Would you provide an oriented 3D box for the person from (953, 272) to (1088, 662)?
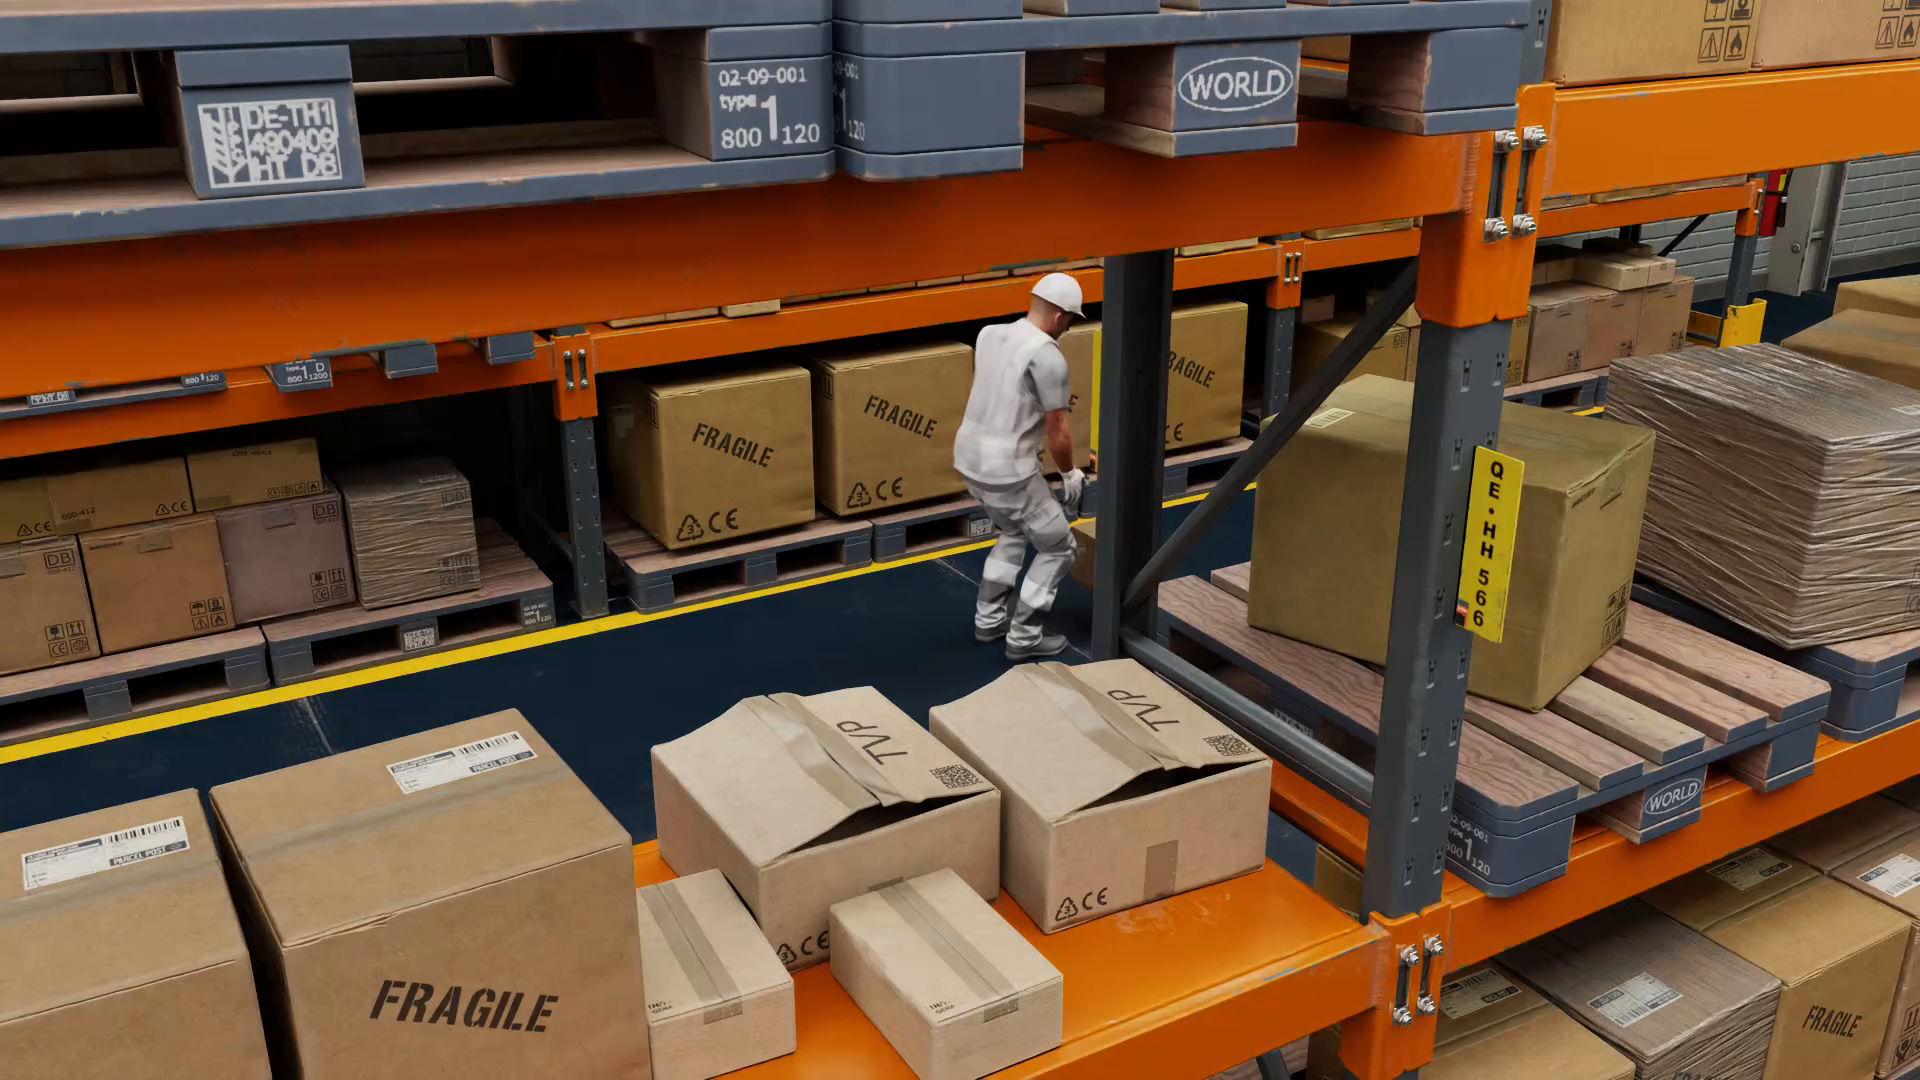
[{"bbox_3d":[0.263,-0.314,7.073,0.602,1.627,0.568,-12,24,-27],"label":"person"}]
